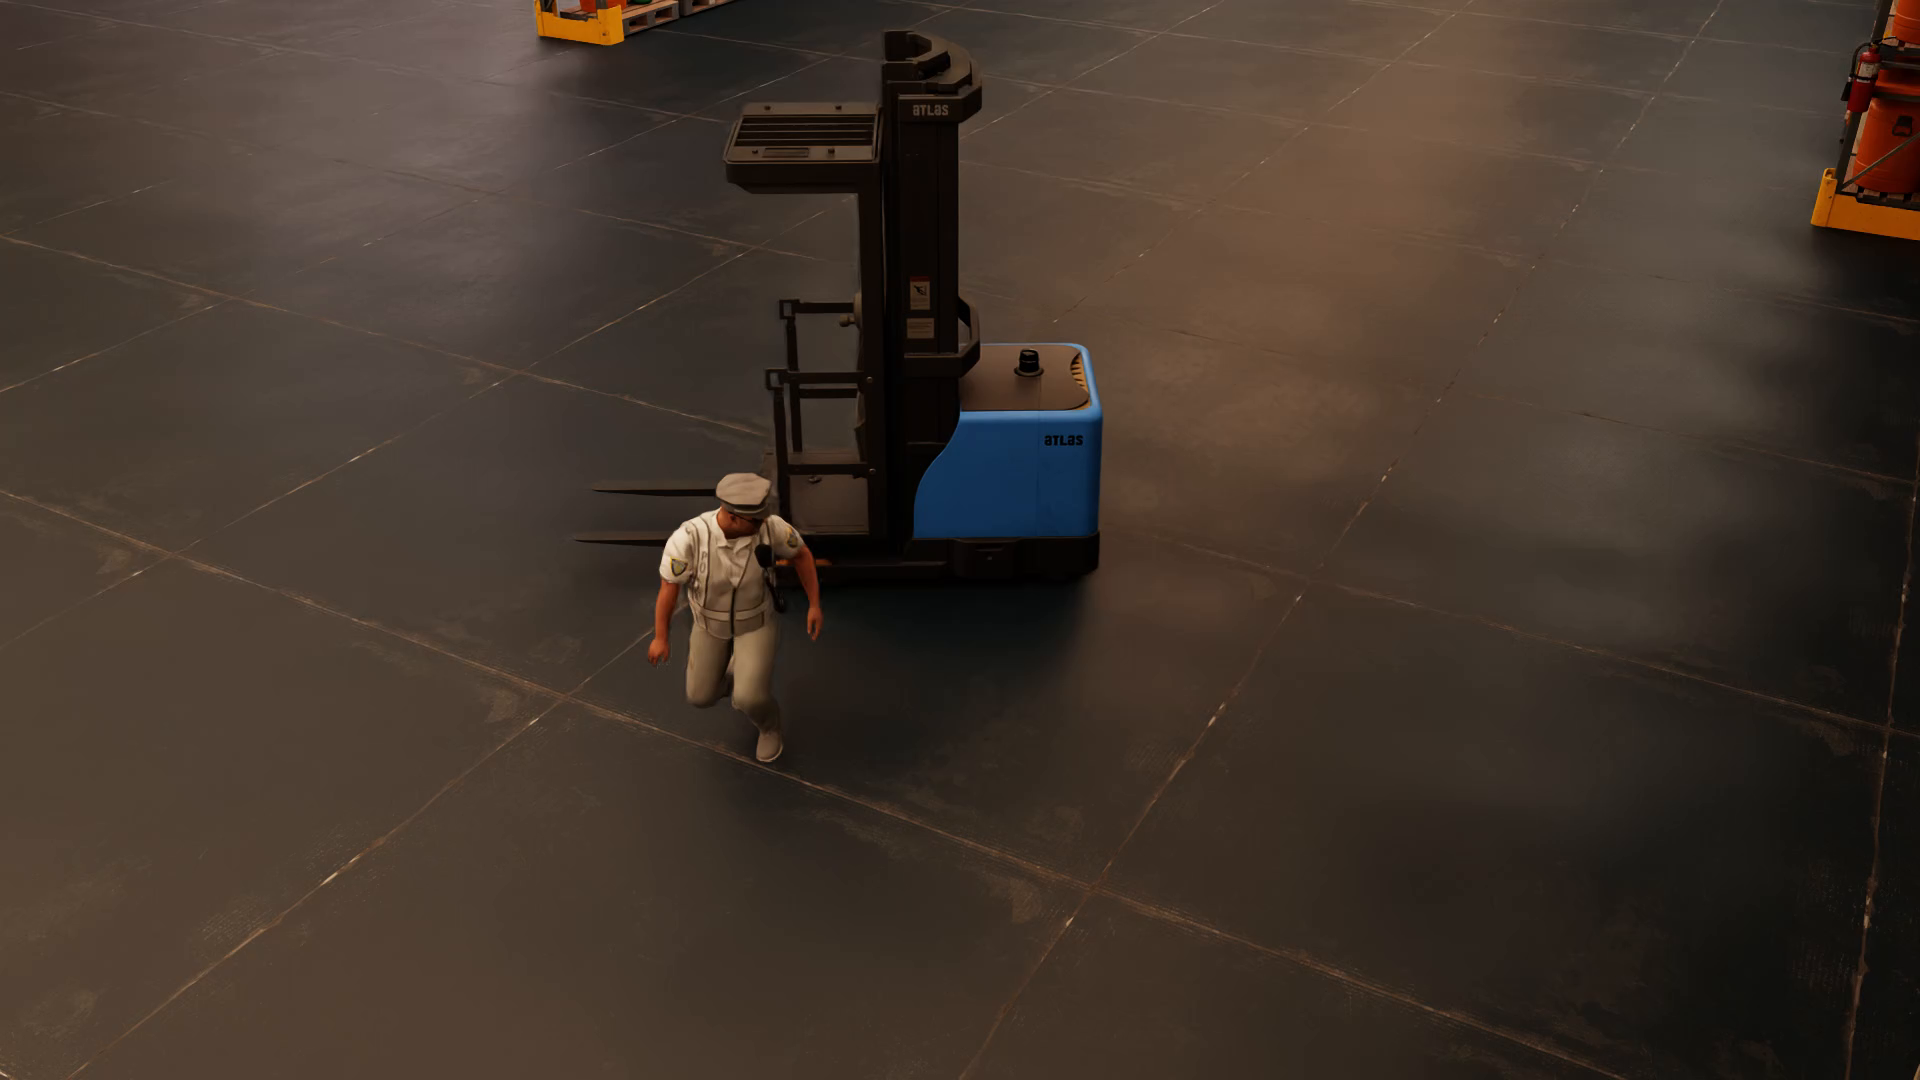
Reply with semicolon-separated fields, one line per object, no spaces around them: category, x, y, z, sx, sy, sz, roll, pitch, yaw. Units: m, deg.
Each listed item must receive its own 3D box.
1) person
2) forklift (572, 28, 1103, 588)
person;-1.066;0.317;7.947;0.831;1.546;0.650;-1;30;-1
forklift;-0.724;-1.262;9.258;3.031;2.935;1.130;-1;30;-1
